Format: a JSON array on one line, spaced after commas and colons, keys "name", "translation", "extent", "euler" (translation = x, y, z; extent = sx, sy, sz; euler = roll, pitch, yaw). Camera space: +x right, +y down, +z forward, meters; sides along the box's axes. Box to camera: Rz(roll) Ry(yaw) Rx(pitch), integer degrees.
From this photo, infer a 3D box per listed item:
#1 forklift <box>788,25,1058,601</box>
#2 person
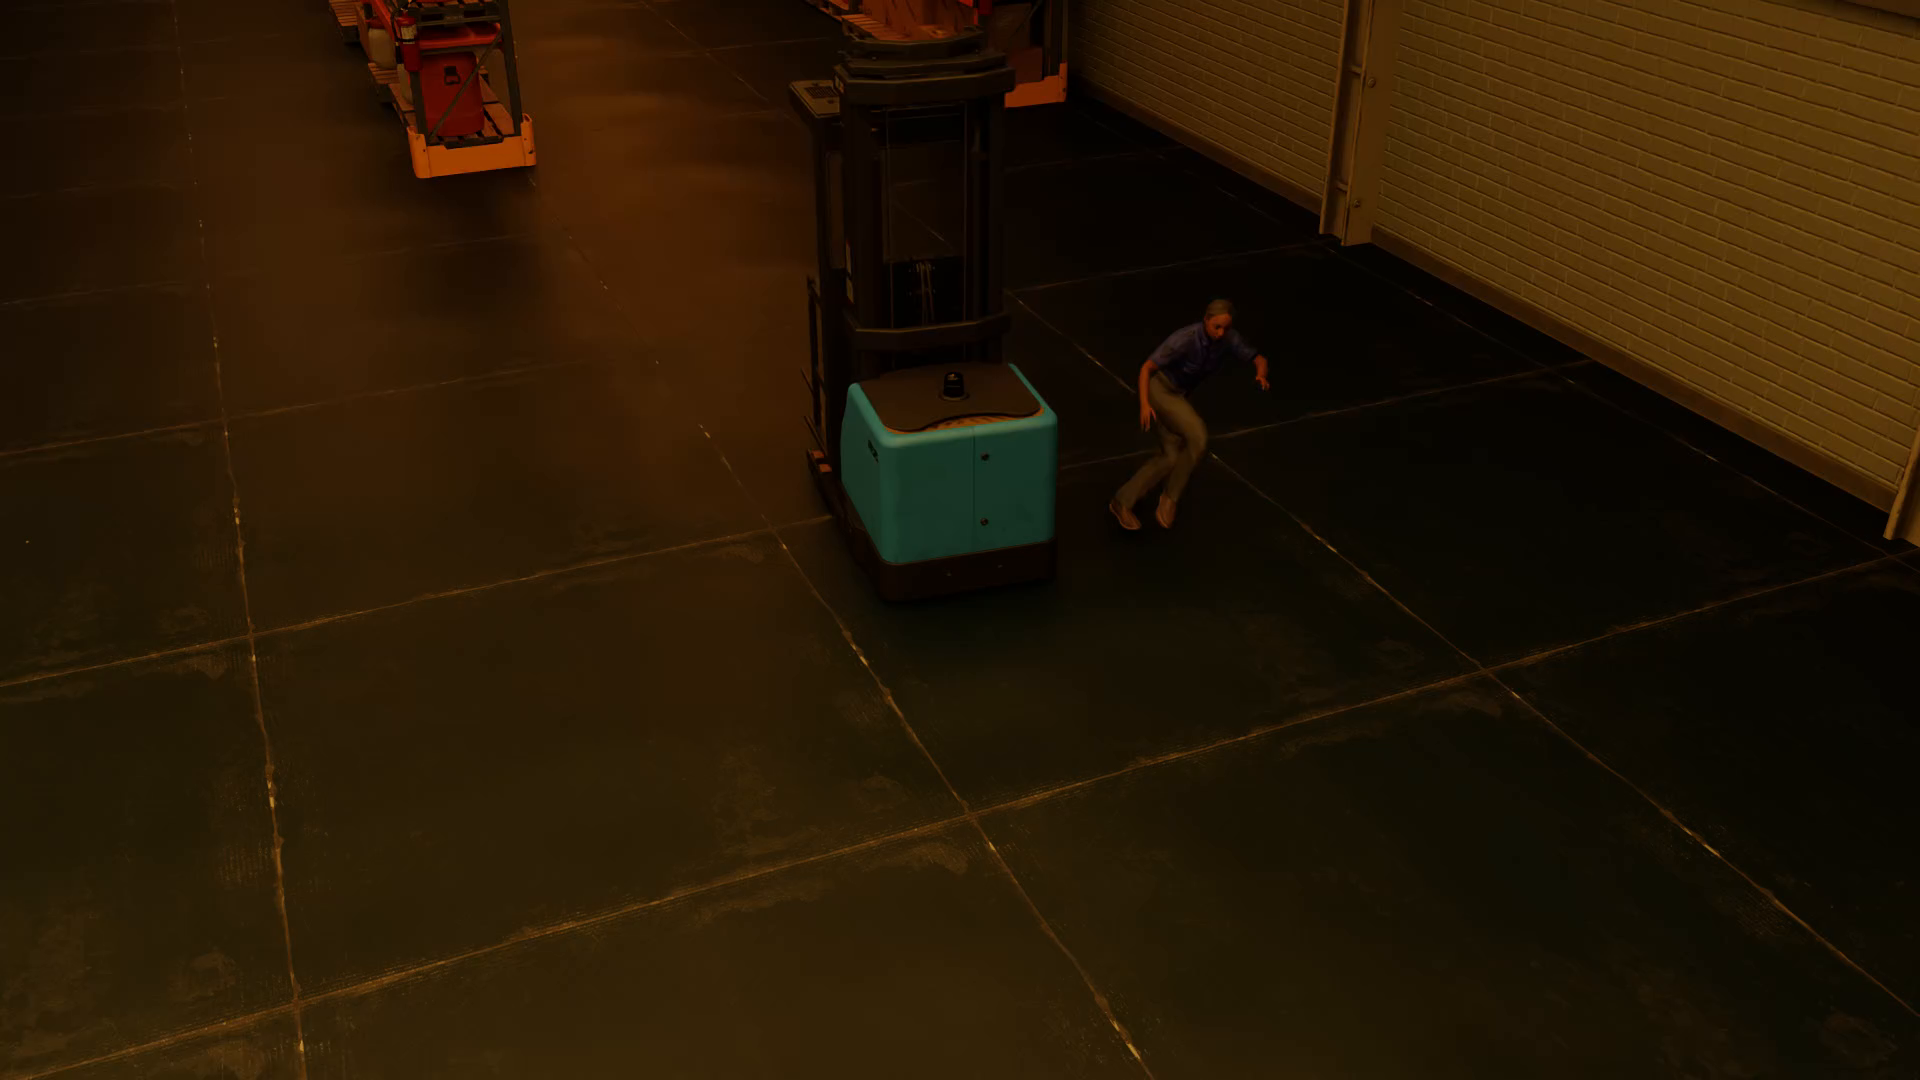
[{"name": "forklift", "translation": [-0.360, -1.646, 9.999], "extent": [1.130, 2.935, 3.031], "euler": [-9, 31, -15]}, {"name": "person", "translation": [1.382, -0.745, 9.911], "extent": [0.840, 1.421, 0.899], "euler": [26, 39, 38]}]
